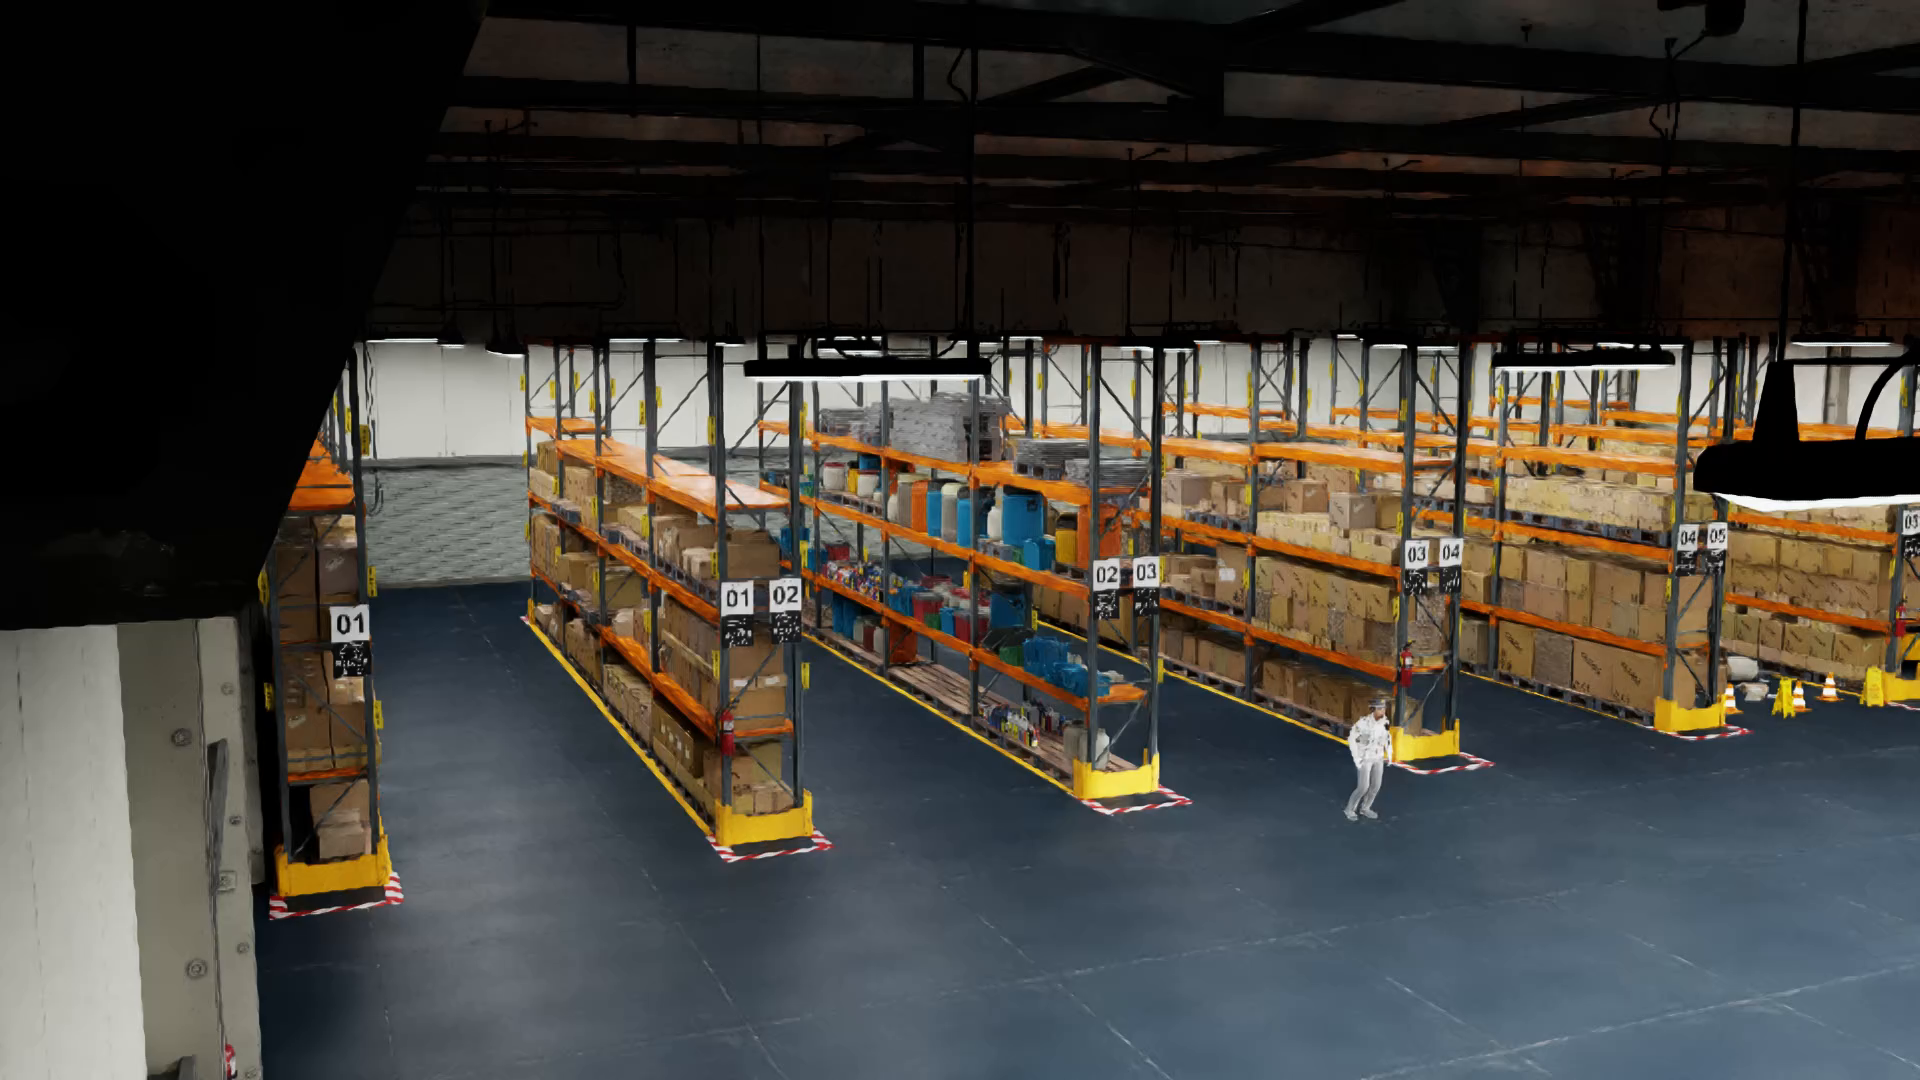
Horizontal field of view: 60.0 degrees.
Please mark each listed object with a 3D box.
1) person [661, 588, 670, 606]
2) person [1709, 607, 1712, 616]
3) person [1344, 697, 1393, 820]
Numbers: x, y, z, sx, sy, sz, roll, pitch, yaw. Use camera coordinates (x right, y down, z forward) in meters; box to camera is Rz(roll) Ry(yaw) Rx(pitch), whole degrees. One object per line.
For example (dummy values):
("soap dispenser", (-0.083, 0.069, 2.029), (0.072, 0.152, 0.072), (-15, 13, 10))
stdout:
("person", (-6.052, 0.900, 34.503), (0.540, 1.676, 1.120), (-3, 8, -24))
("person", (15.773, 0.812, 35.285), (0.545, 1.652, 0.574), (1, 8, 5))
("person", (5.179, 2.745, 21.031), (0.639, 1.632, 0.512), (-3, 8, -24))
